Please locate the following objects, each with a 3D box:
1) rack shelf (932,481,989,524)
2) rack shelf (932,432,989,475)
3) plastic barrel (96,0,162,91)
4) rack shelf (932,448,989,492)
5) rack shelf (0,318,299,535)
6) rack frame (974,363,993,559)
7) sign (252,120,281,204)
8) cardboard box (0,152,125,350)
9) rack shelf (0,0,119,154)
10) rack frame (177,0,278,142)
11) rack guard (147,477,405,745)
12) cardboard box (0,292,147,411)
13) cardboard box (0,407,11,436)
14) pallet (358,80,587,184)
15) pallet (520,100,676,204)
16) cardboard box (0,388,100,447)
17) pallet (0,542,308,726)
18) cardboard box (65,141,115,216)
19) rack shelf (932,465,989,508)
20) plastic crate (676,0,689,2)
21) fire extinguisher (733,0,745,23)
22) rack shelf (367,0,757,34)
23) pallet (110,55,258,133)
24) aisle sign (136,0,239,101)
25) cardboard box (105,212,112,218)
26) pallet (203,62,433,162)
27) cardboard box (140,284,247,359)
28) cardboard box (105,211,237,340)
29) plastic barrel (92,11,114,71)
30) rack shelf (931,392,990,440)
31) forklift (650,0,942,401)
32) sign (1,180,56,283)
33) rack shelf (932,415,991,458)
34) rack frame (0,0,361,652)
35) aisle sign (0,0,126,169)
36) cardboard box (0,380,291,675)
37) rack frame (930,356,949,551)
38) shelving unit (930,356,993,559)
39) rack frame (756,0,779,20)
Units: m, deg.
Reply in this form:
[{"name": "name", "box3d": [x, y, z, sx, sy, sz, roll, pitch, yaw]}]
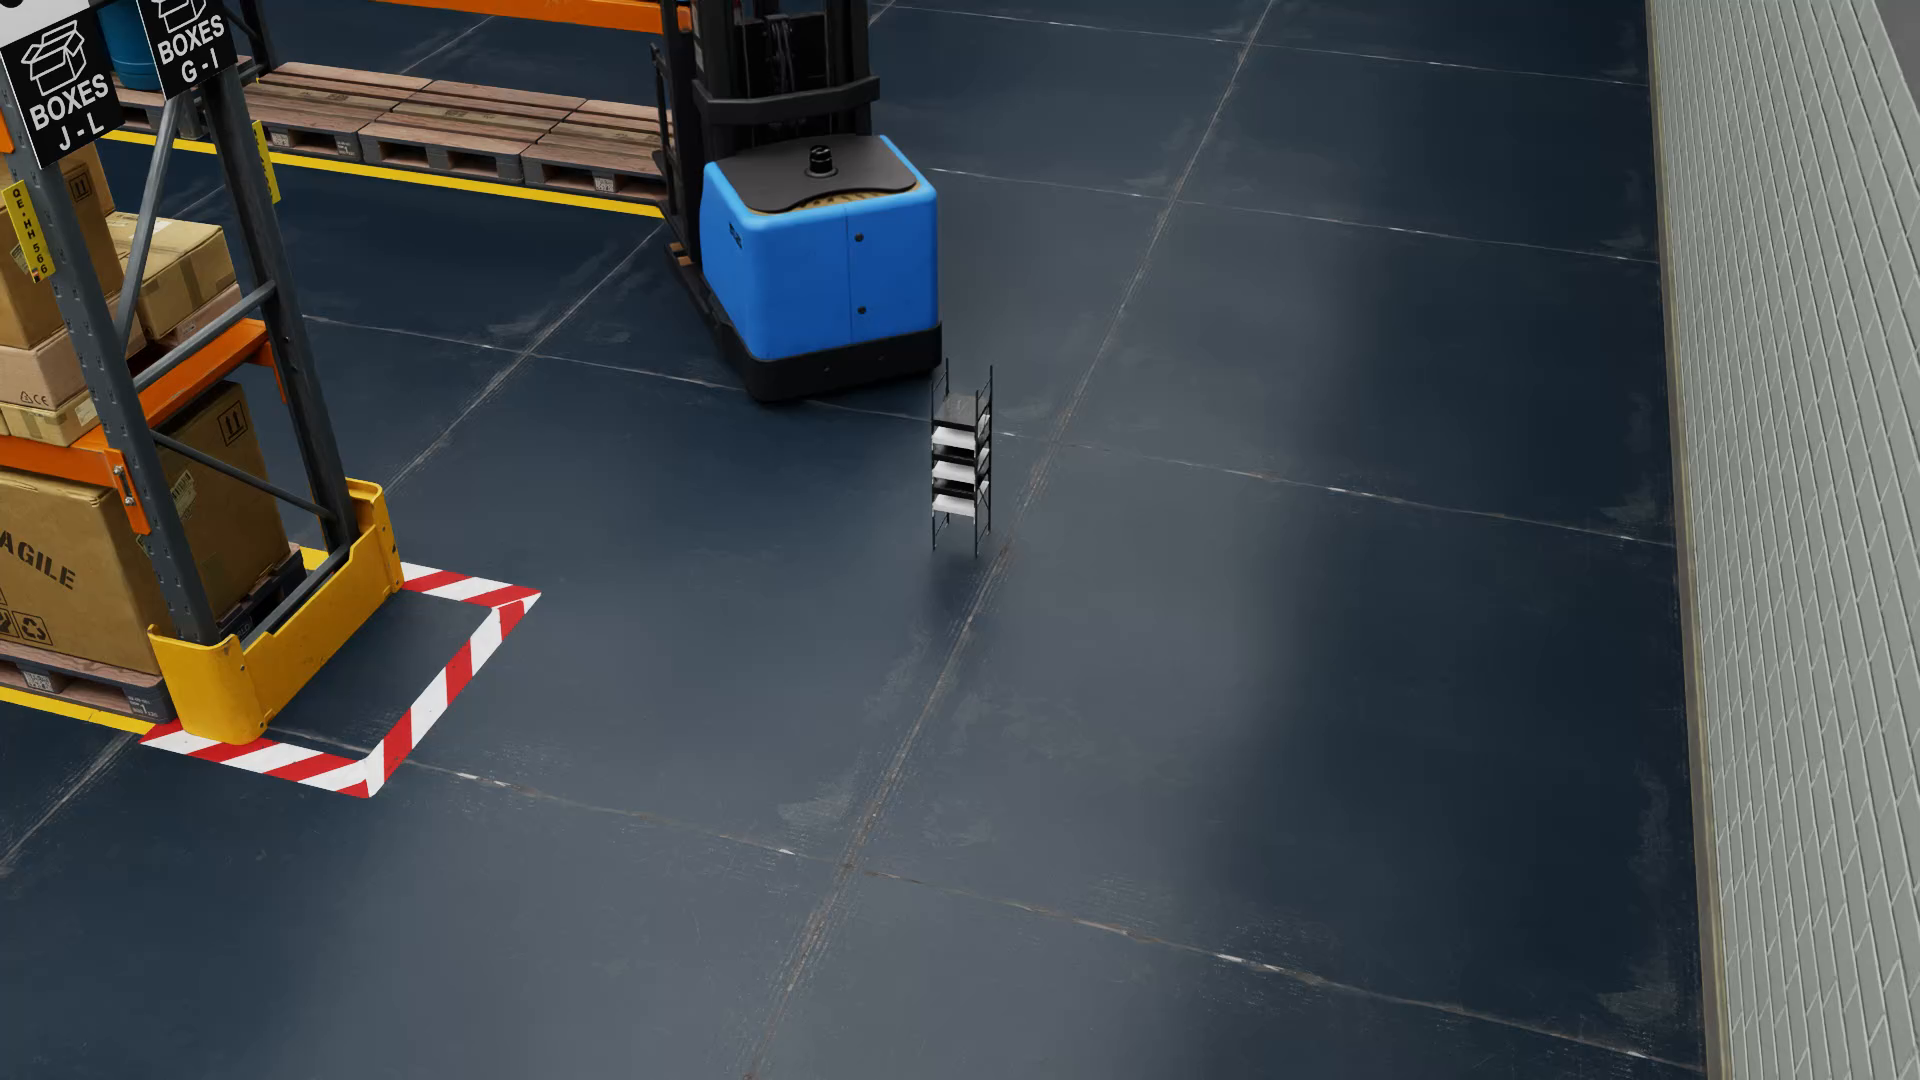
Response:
[{"name": "rack shelf", "box3d": [0.008, -0.189, 7.608, 0.200, 0.077, 0.258, 10, 38, 14]}, {"name": "rack shelf", "box3d": [0.008, -0.407, 7.448, 0.200, 0.077, 0.258, 10, 38, 14]}, {"name": "plastic barrel", "box3d": [-5.702, -3.683, 11.640, 0.708, 0.901, 0.600, 10, 38, 14]}, {"name": "rack shelf", "box3d": [0.008, -0.334, 7.501, 0.200, 0.077, 0.258, 10, 38, 14]}, {"name": "rack shelf", "box3d": [-4.756, -0.808, 6.924, 4.000, 0.370, 1.077, 10, 38, 14]}, {"name": "rack frame", "box3d": [0.105, -0.343, 7.457, 0.006, 0.900, 0.240, 10, 38, 14]}, {"name": "sign", "box3d": [-2.675, -1.437, 6.375, 0.005, 0.325, 0.100, 10, 38, 14]}, {"name": "cardboard box", "box3d": [-3.390, -1.043, 5.879, 0.500, 0.500, 0.500, 11, 38, 14]}, {"name": "rack shelf", "box3d": [-4.756, -2.016, 6.035, 4.000, 0.370, 1.077, 10, 38, 14]}, {"name": "rack frame", "box3d": [-5.188, -4.253, 10.998, 0.127, 3.000, 1.000, 10, 38, 14]}, {"name": "rack guard", "box3d": [-2.824, 0.267, 6.965, 0.348, 0.500, 1.175, 10, 38, 14]}, {"name": "cardboard box", "box3d": [-3.388, -0.739, 6.099, 0.500, 0.250, 0.500, 10, 38, 13]}, {"name": "cardboard box", "box3d": [-3.533, -0.564, 6.198, 0.250, 0.149, 0.380, 11, 38, 14]}, {"name": "pallet", "box3d": [-3.306, -2.808, 11.387, 1.213, 0.211, 1.003, 10, 38, 14]}, {"name": "pallet", "box3d": [-2.145, -2.591, 11.092, 1.213, 0.211, 1.003, 10, 38, 14]}, {"name": "cardboard box", "box3d": [-3.285, -0.519, 6.137, 0.250, 0.149, 0.380, 11, 38, 15]}, {"name": "pallet", "box3d": [-3.633, 0.282, 7.189, 1.213, 0.211, 1.003, 10, 38, 14]}, {"name": "cardboard box", "box3d": [-3.702, -1.431, 6.407, 0.500, 0.500, 0.500, 10, 37, 13]}, {"name": "rack shelf", "box3d": [0.008, -0.262, 7.554, 0.200, 0.077, 0.258, 10, 38, 14]}, {"name": "plastic crate", "box3d": [-1.745, -3.538, 9.946, 0.499, 0.435, 0.616, 10, 38, 14]}, {"name": "fire extinguisher", "box3d": [-1.361, -3.081, 9.786, 0.183, 0.674, 0.296, 10, 38, 14]}, {"name": "rack shelf", "box3d": [-3.279, -3.610, 10.731, 4.000, 0.370, 1.077, 10, 38, 14]}, {"name": "pallet", "box3d": [-5.912, -3.290, 12.042, 1.213, 0.211, 1.003, 10, 38, 14]}, {"name": "aisle sign", "box3d": [-2.688, -1.948, 5.673, 0.004, 0.787, 0.394, 10, 38, 14]}, {"name": "cardboard box", "box3d": [-3.722, -1.129, 6.629, 0.500, 0.250, 0.500, 10, 38, 13]}, {"name": "pallet", "box3d": [-4.474, -3.022, 11.678, 1.213, 0.211, 1.003, 10, 38, 14]}, {"name": "cardboard box", "box3d": [-3.087, -0.892, 6.644, 0.250, 0.149, 0.380, 11, 38, 14]}, {"name": "cardboard box", "box3d": [-3.224, -1.041, 6.509, 0.500, 0.250, 0.500, 10, 37, 13]}, {"name": "plastic barrel", "box3d": [-6.378, -3.808, 11.810, 0.708, 0.901, 0.600, 10, 38, 14]}, {"name": "rack shelf", "box3d": [0.008, -0.552, 7.341, 0.200, 0.077, 0.258, 10, 38, 14]}, {"name": "forklift", "box3d": [-1.121, -2.769, 9.040, 1.130, 2.935, 3.031, -13, 38, -18]}, {"name": "sign", "box3d": [-3.022, -1.001, 5.403, 0.005, 0.325, 0.100, 10, 38, 14]}, {"name": "rack shelf", "box3d": [0.008, -0.479, 7.394, 0.200, 0.077, 0.258, 10, 38, 14]}, {"name": "rack frame", "box3d": [-2.847, -0.744, 6.230, 0.127, 3.000, 1.000, 10, 38, 14]}, {"name": "aisle sign", "box3d": [-2.867, -1.608, 5.212, 0.004, 0.787, 0.394, 10, 38, 14]}, {"name": "cardboard box", "box3d": [-3.481, -0.125, 6.828, 0.875, 0.875, 0.875, 10, 38, 14]}, {"name": "rack frame", "box3d": [-0.089, -0.379, 7.506, 0.006, 0.900, 0.240, 10, 38, 14]}, {"name": "shelving unit", "box3d": [0.008, -0.361, 7.481, 0.210, 0.900, 0.258, 10, 38, 14]}, {"name": "rack frame", "box3d": [-1.370, -3.546, 10.038, 0.127, 3.000, 1.000, 10, 38, 14]}]
